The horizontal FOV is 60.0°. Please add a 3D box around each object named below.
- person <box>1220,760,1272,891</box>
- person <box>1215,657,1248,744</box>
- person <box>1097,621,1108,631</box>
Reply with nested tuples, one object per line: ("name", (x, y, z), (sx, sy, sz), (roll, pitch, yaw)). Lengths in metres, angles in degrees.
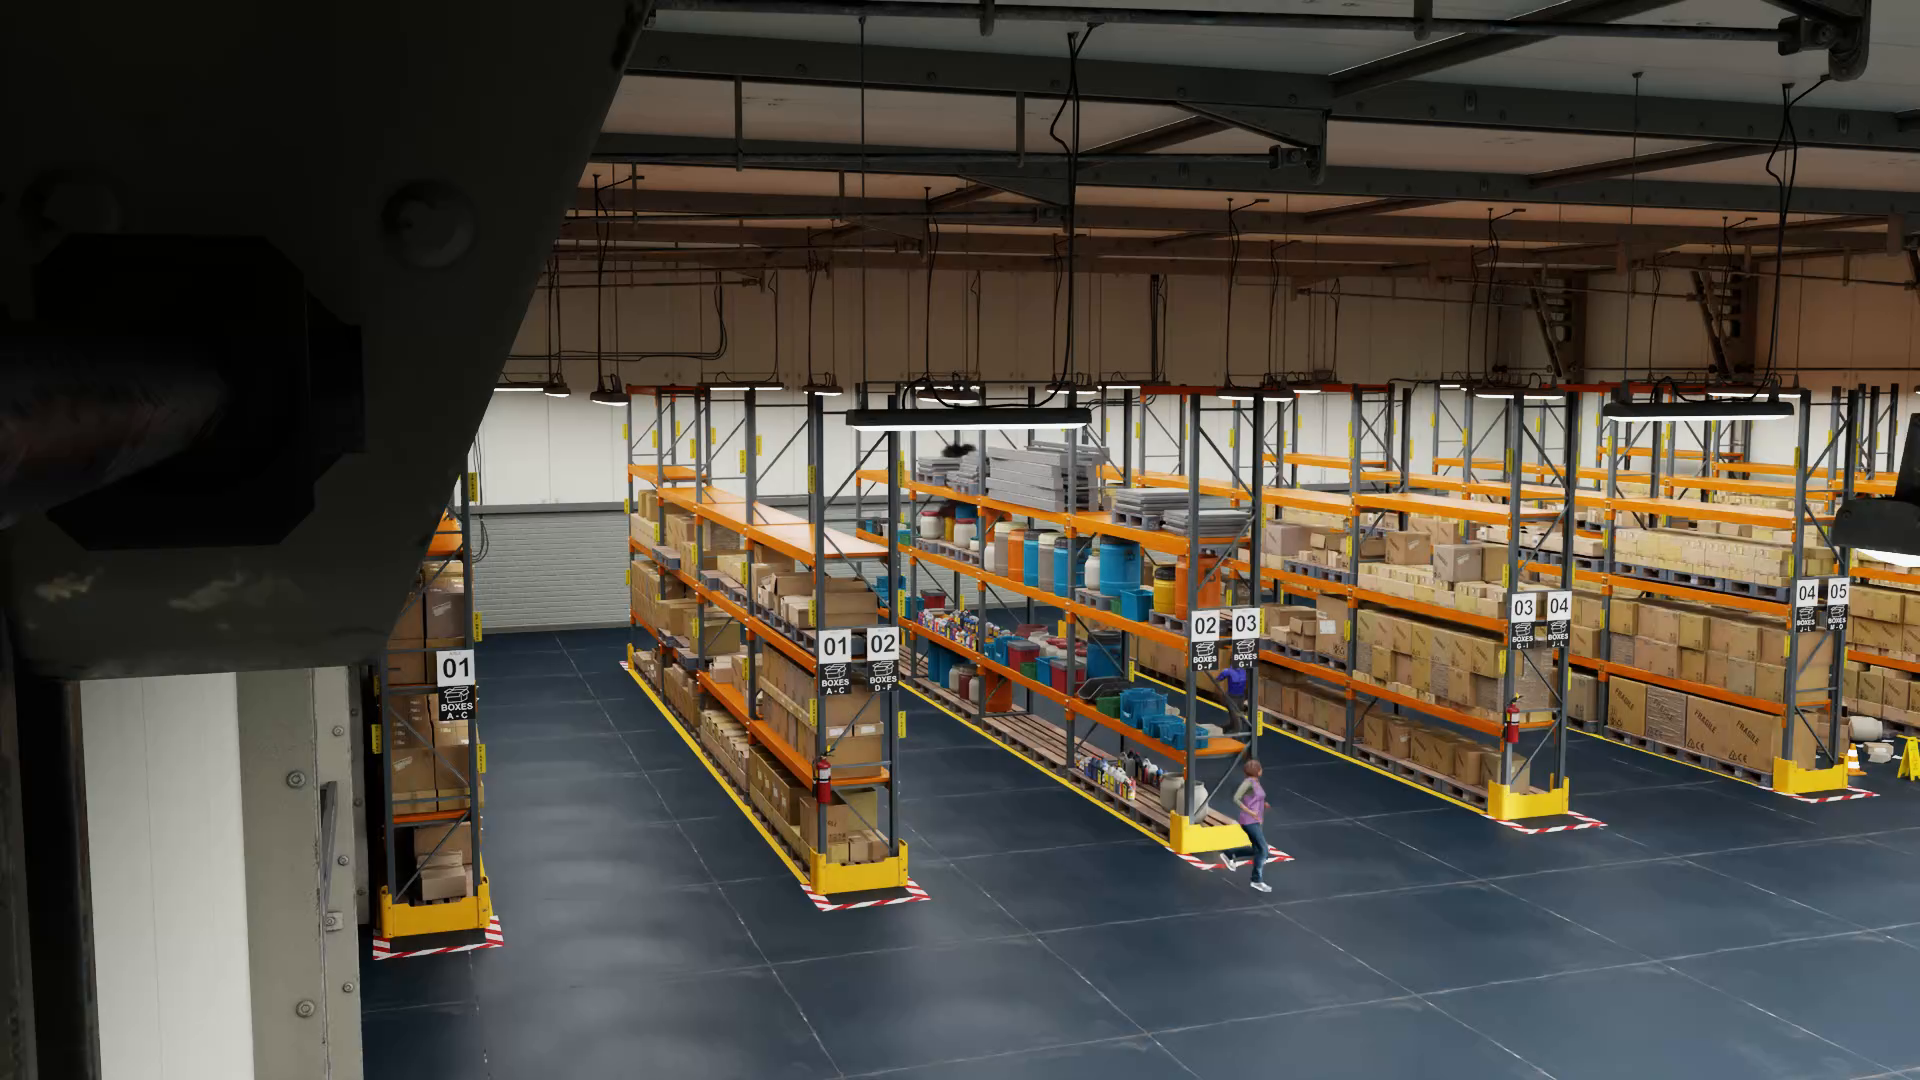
("person", (3.554, 3.475, 20.487), (0.712, 1.557, 0.569), (3, 6, 24))
("person", (4.514, 2.663, 27.331), (0.574, 1.646, 0.910), (-4, 7, -34))
("person", (2.657, 2.298, 31.405), (0.579, 1.669, 1.054), (-3, 6, -24))
